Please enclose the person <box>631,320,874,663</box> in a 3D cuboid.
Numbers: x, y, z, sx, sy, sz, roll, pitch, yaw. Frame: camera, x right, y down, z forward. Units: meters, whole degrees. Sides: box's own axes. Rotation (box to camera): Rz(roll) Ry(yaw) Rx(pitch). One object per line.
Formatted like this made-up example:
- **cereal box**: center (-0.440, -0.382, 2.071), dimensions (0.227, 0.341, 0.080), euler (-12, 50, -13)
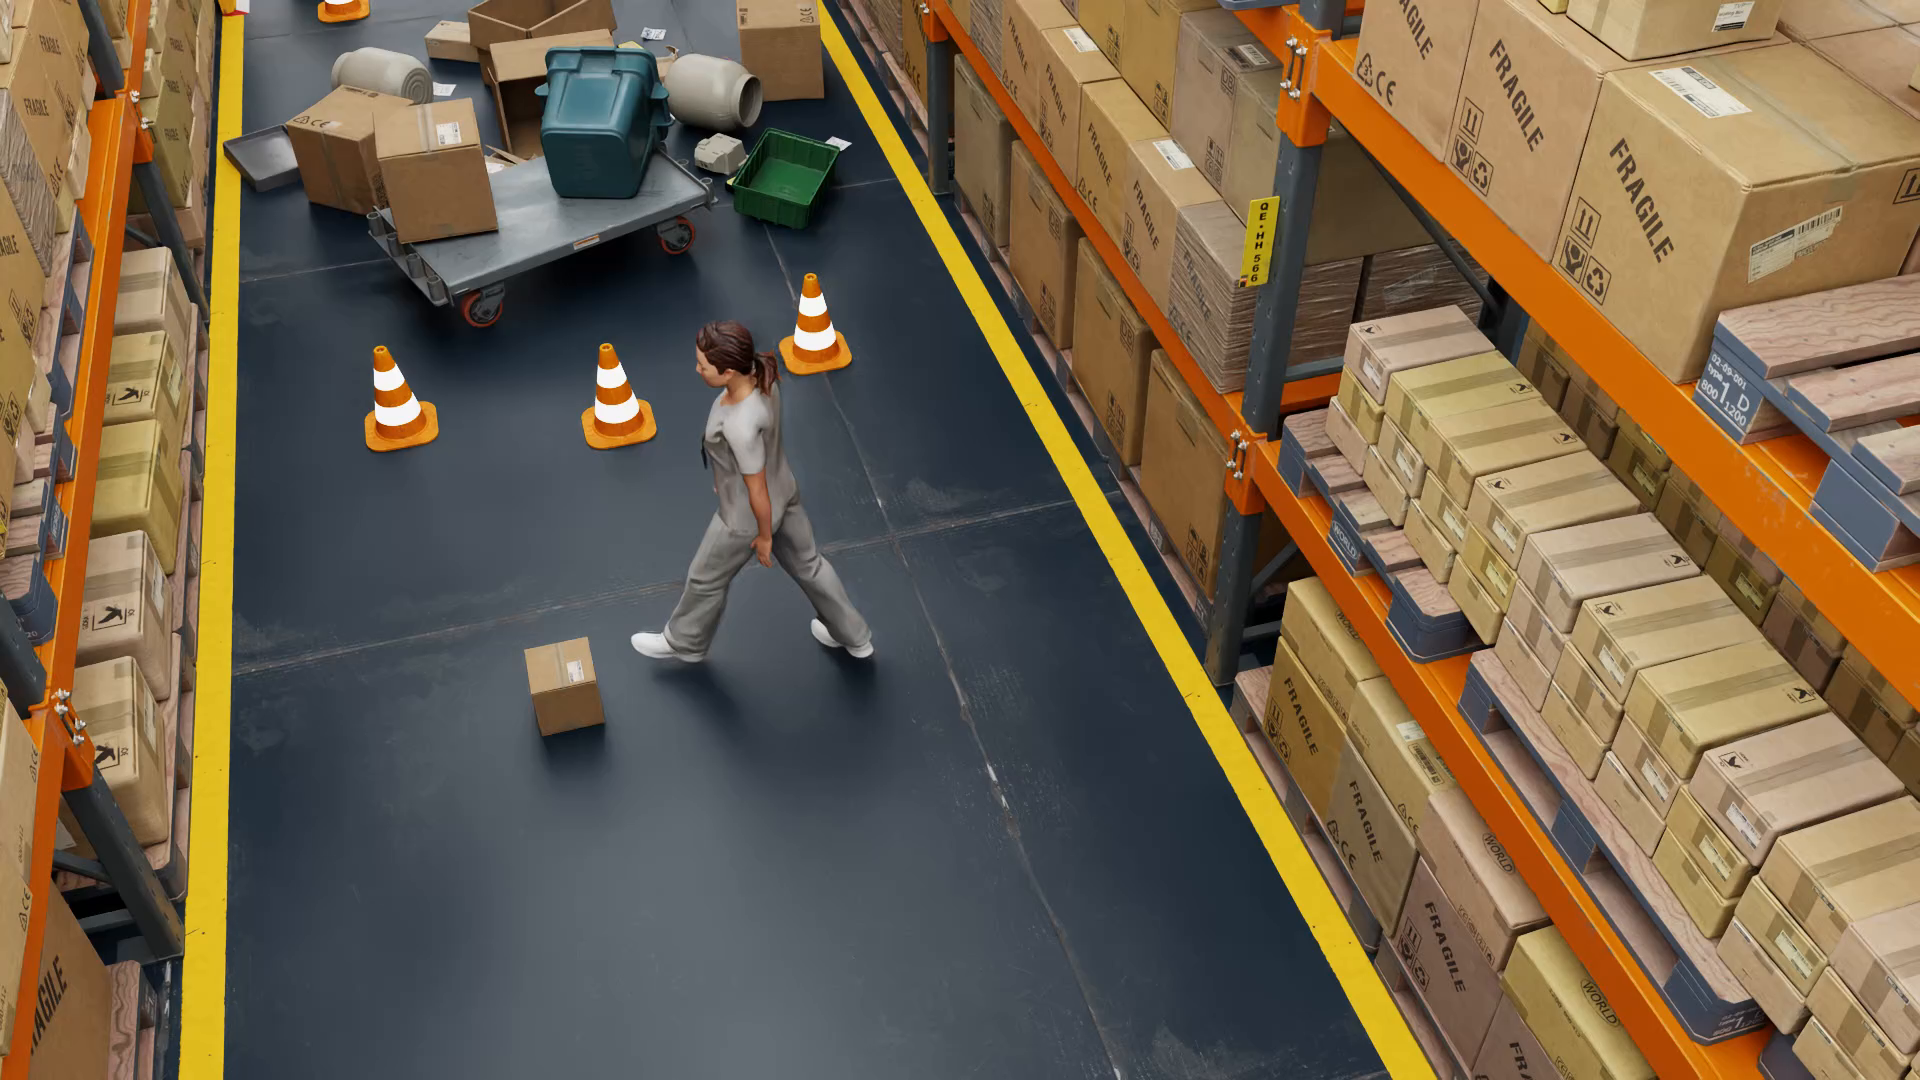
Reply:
- **person**: center (-0.829, -0.160, 6.321), dimensions (0.959, 1.630, 0.436), euler (9, 43, 9)
